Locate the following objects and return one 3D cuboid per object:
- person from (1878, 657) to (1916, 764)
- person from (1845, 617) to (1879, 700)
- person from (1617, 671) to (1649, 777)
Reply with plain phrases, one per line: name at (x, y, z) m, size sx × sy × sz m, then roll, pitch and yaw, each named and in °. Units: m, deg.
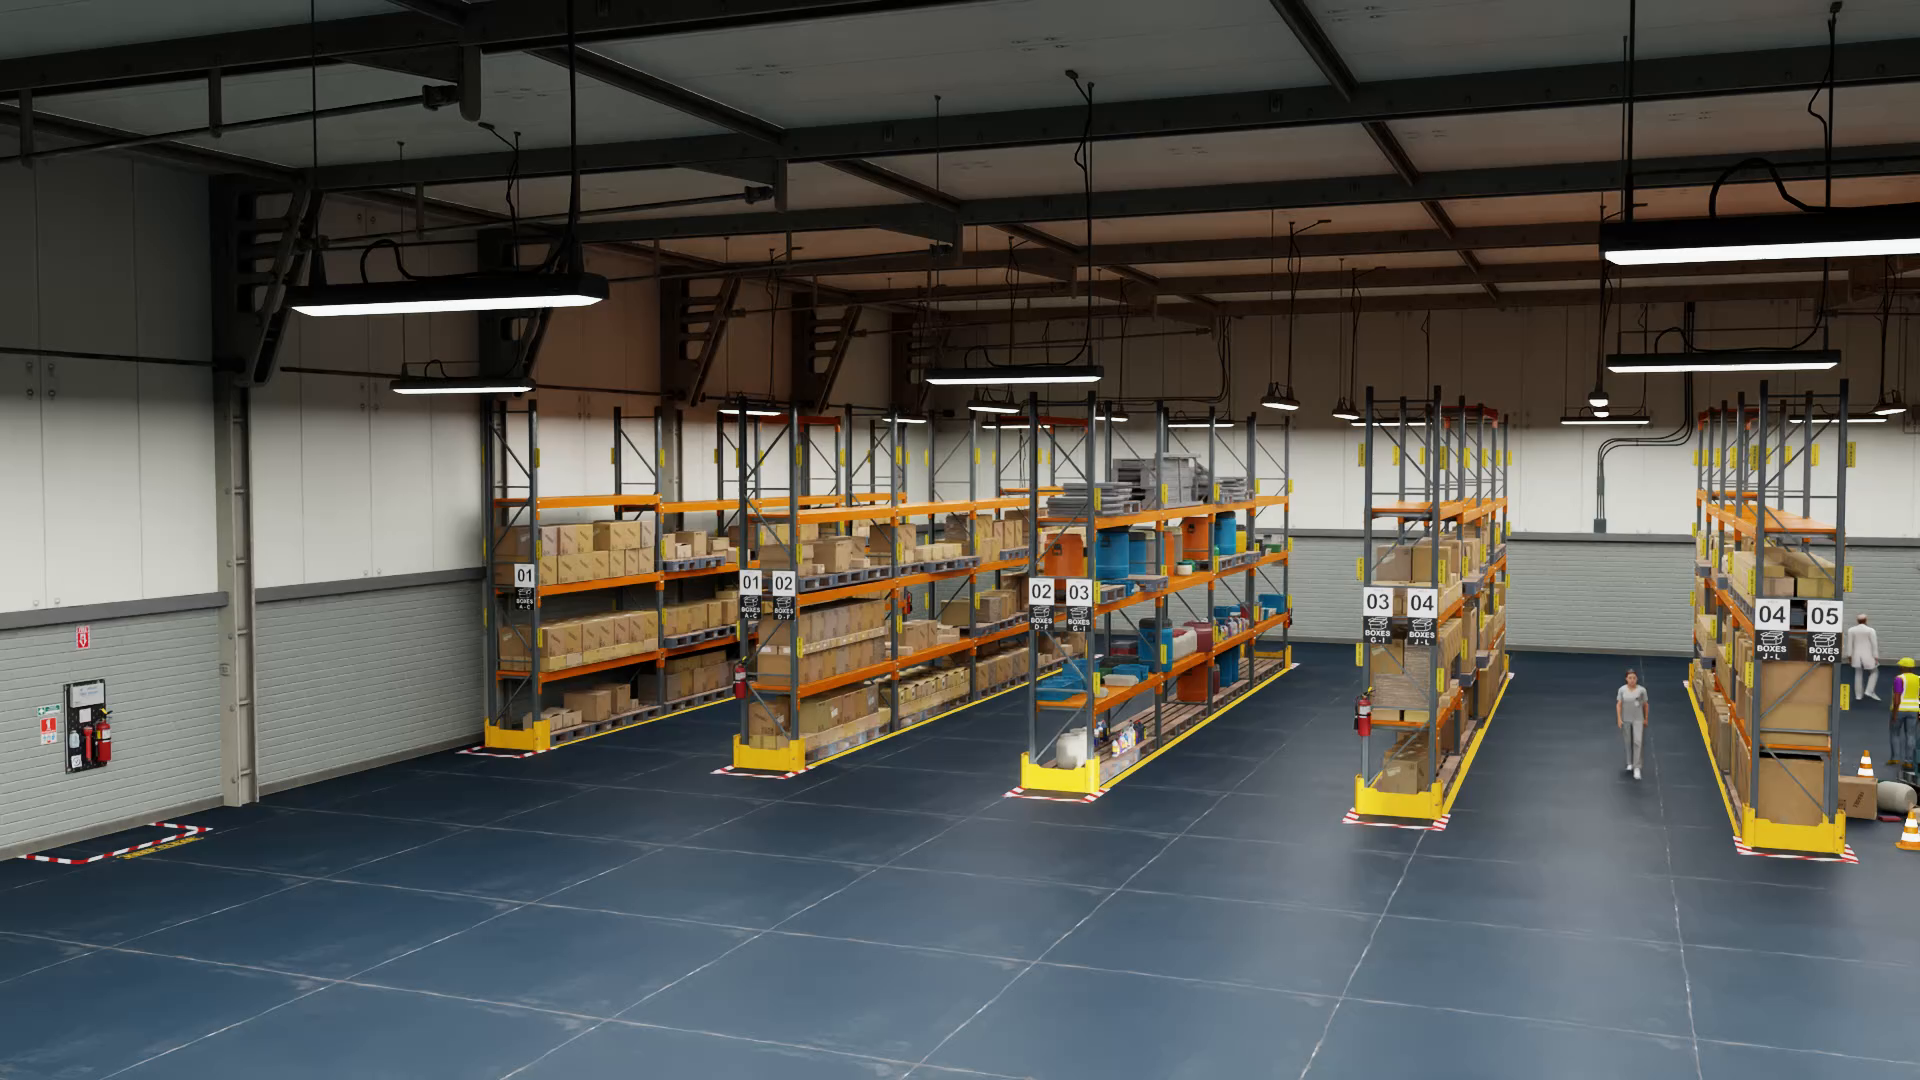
person at (15.481, 2.782, 27.348) m, size 0.497 × 1.715 × 1.034 m, roll 0°, pitch 3°, yaw 8°
person at (18.676, 2.447, 34.487) m, size 0.597 × 1.752 × 0.772 m, roll 1°, pitch 3°, yaw 20°
person at (10.661, 2.884, 26.310) m, size 0.982 × 1.620 × 0.524 m, roll -2°, pitch 3°, yaw -35°
